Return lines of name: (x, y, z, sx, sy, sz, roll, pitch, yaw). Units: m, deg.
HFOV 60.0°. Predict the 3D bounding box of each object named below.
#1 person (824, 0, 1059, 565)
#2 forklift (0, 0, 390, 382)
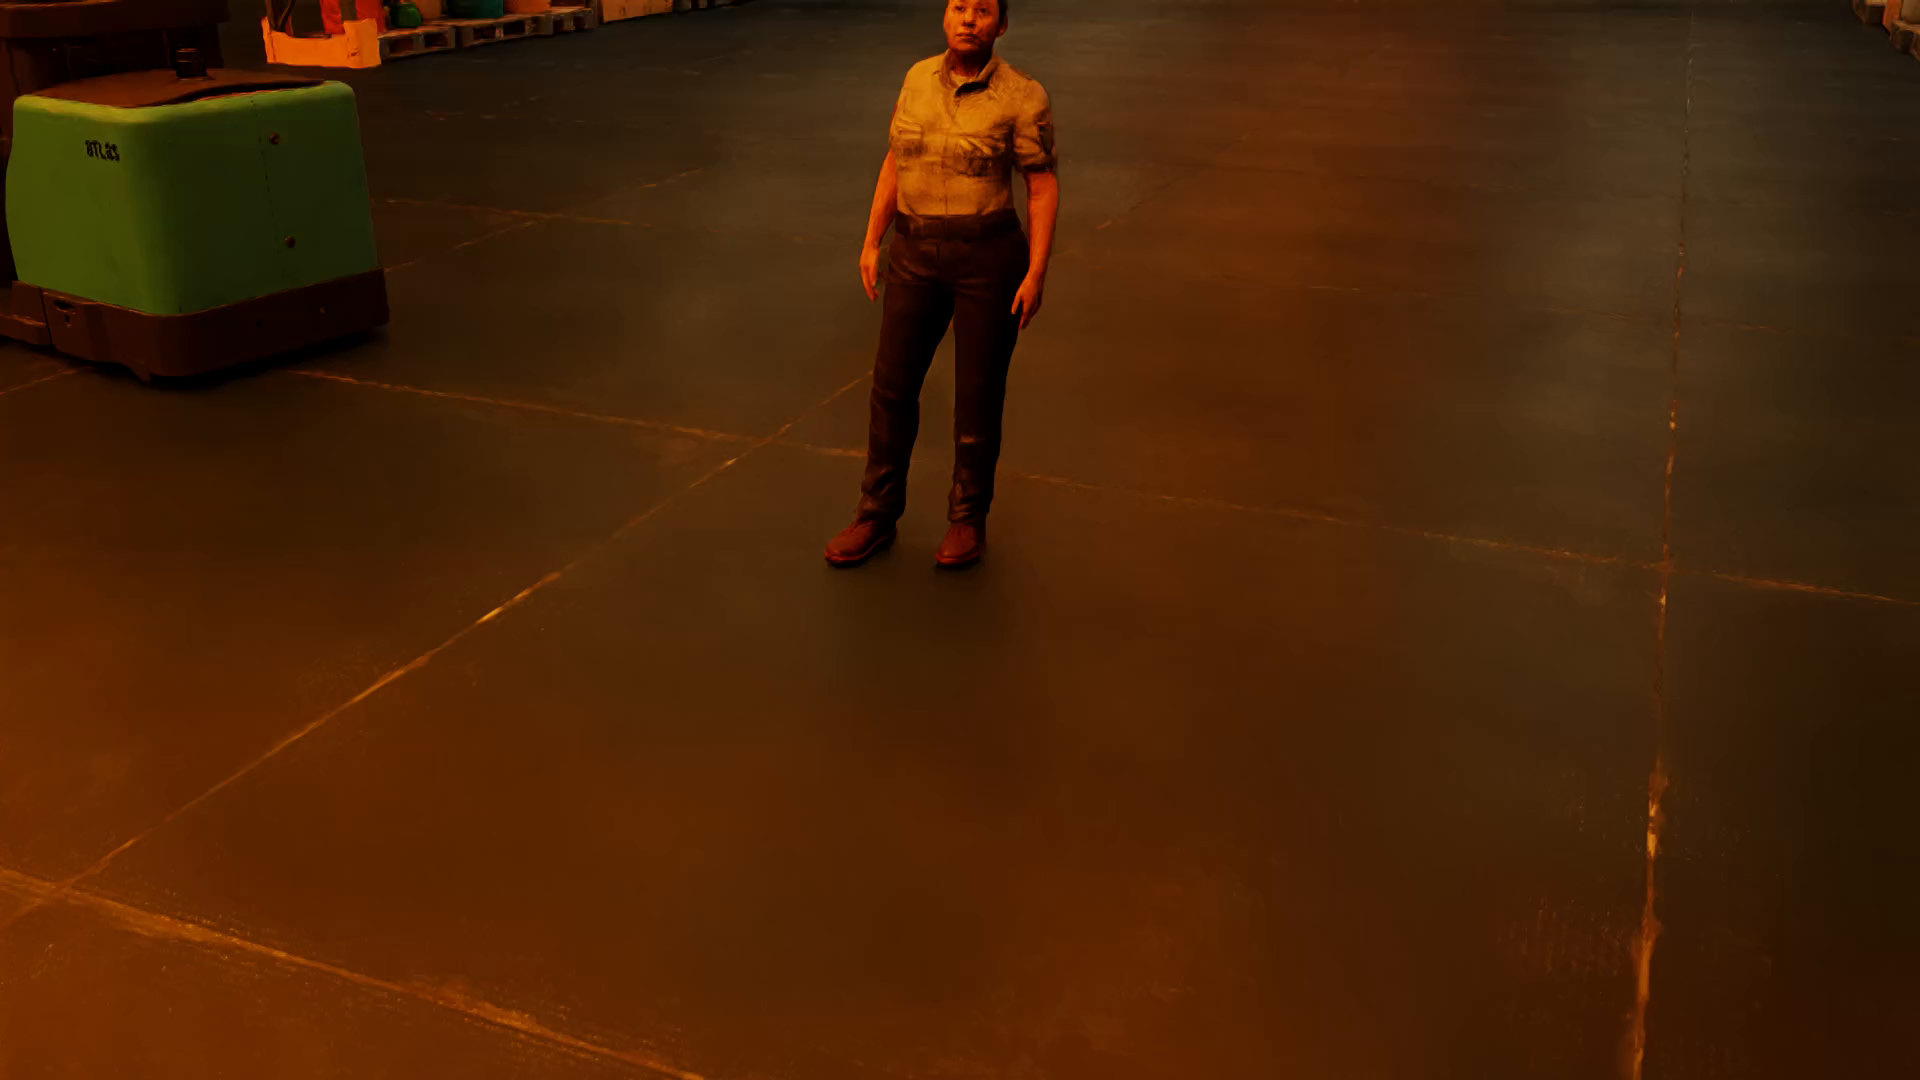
person: (-0.055, -0.733, 4.706, 0.599, 1.640, 0.502, 9, 24, 21)
forklift: (-3.962, -2.393, 7.016, 3.031, 2.935, 1.130, 15, 27, 31)
